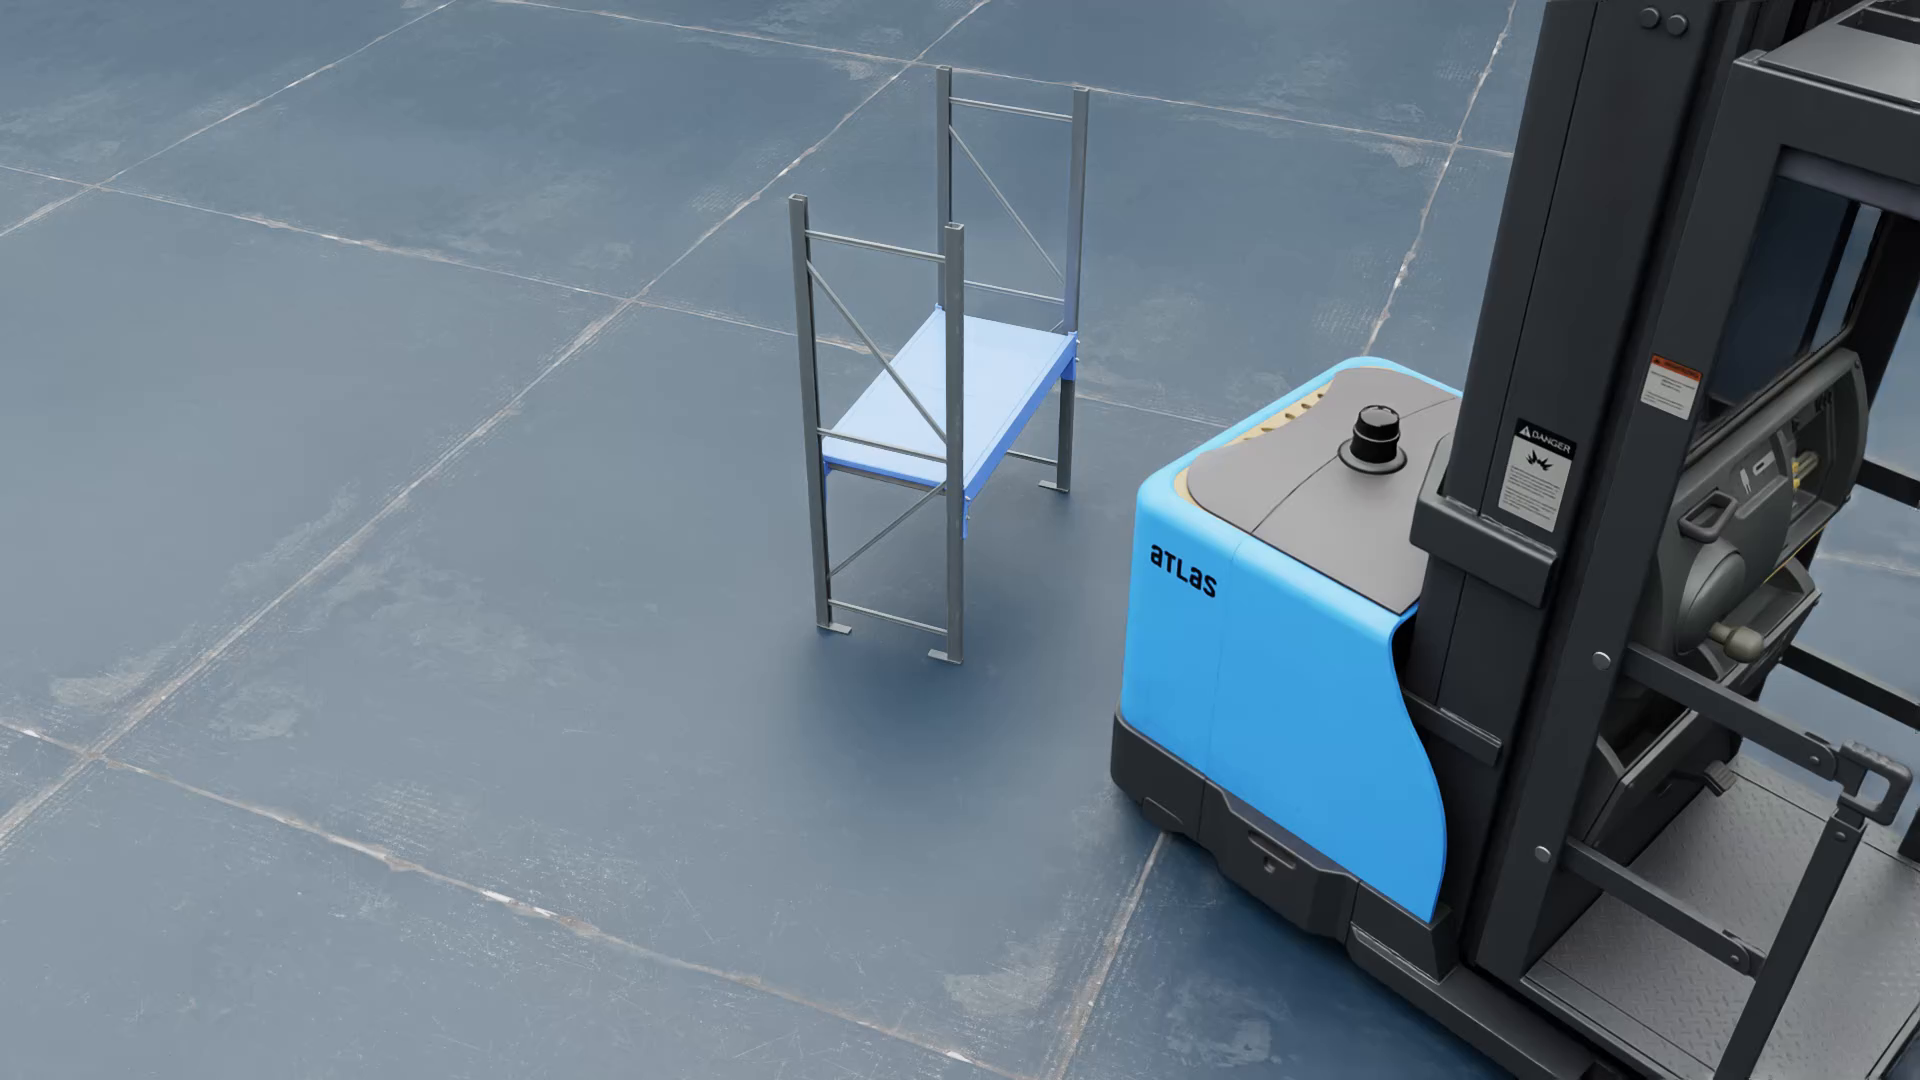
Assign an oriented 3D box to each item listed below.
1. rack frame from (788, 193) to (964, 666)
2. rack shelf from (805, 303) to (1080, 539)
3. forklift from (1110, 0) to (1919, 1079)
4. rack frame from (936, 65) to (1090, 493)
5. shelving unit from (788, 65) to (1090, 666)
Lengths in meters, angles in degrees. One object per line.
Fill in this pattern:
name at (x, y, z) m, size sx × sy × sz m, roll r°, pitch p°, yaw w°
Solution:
rack frame at (-0.226, -0.272, 4.861) m, size 0.500 × 1.500 × 0.032 m, roll 14°, pitch 39°, yaw 18°
rack shelf at (-0.032, -0.409, 5.345) m, size 0.538 × 0.185 × 1.000 m, roll 14°, pitch 39°, yaw 18°
forklift at (1.809, -0.017, 3.324) m, size 1.130 × 2.935 × 3.031 m, roll -30°, pitch 46°, yaw -34°
rack frame at (0.161, -0.835, 5.614) m, size 0.500 × 1.500 × 0.032 m, roll 14°, pitch 39°, yaw 18°
shelving unit at (-0.032, -0.553, 5.238) m, size 0.538 × 1.500 × 1.048 m, roll 14°, pitch 39°, yaw 18°
